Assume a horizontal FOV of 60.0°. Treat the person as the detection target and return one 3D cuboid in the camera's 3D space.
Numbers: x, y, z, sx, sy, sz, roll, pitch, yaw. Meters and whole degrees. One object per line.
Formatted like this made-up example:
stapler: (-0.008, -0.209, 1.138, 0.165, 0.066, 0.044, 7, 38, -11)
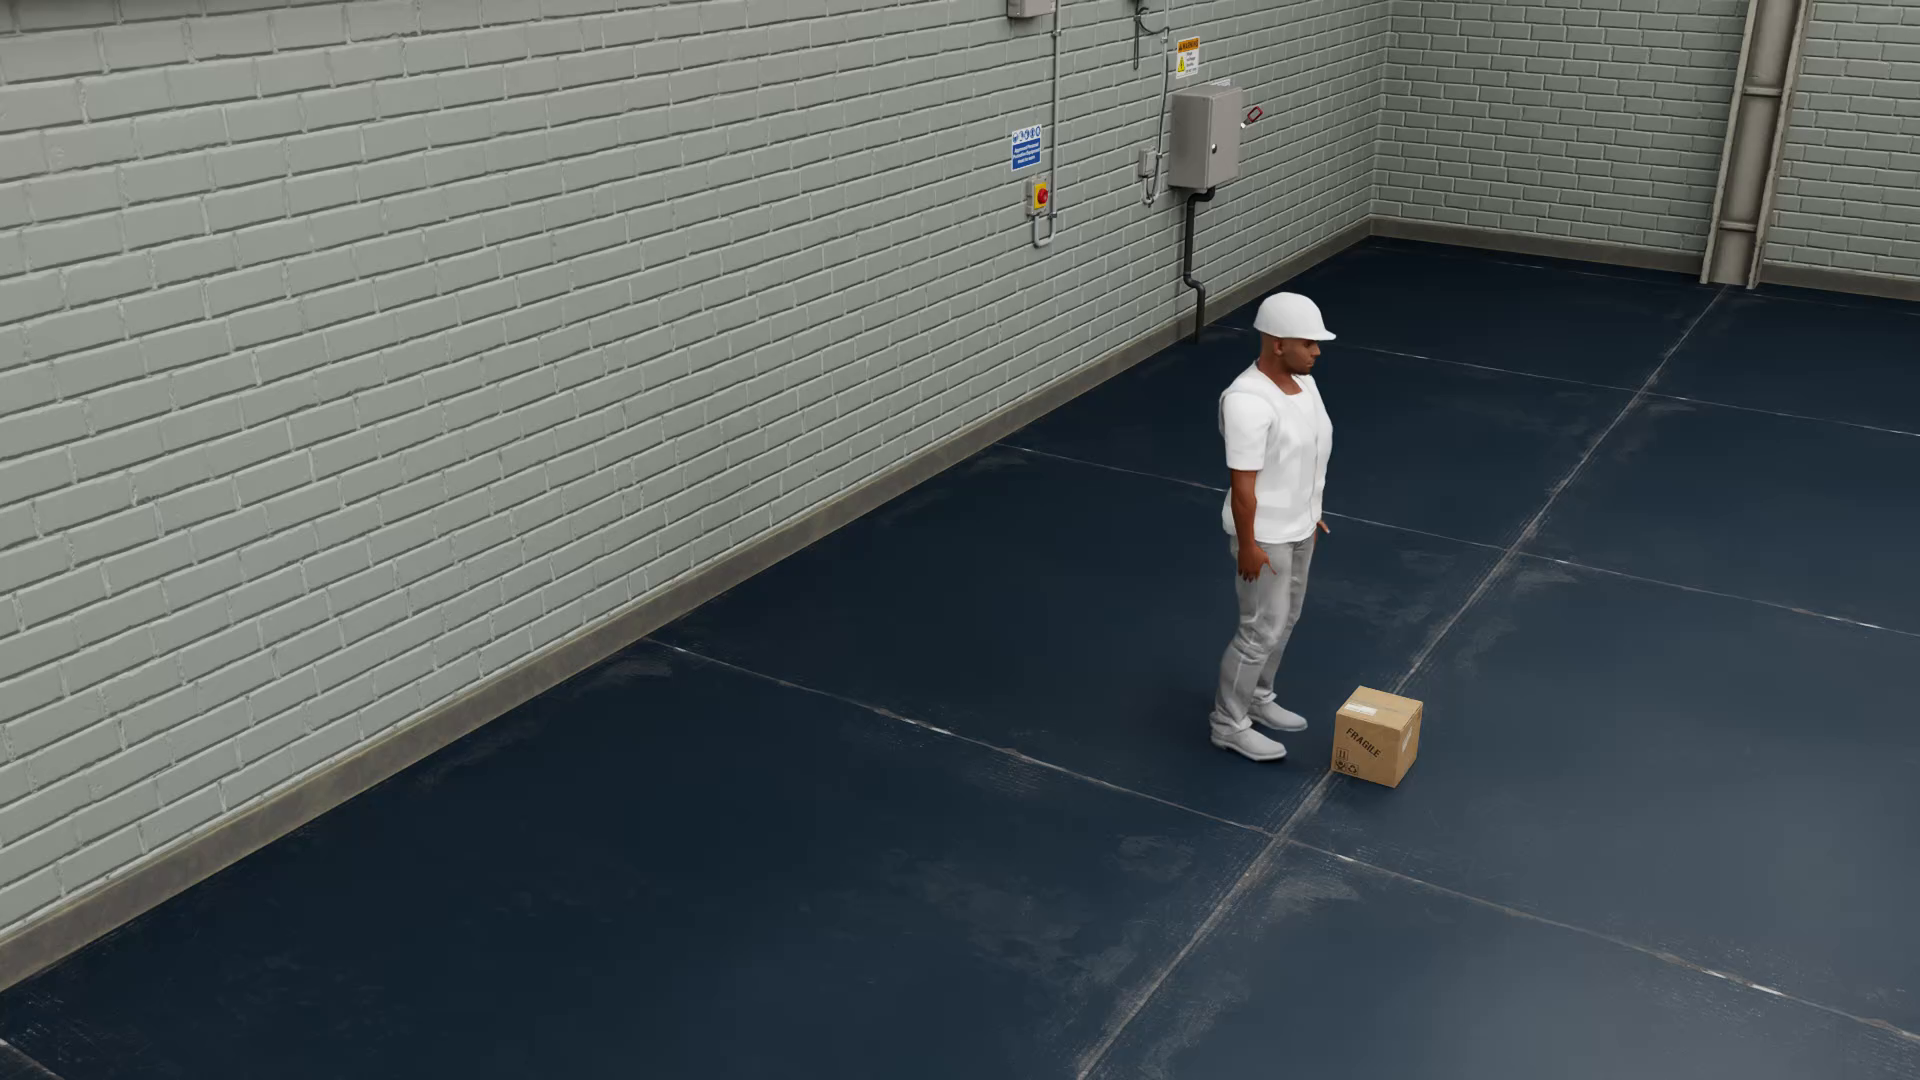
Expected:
person: (1.170, -0.051, 6.203, 0.364, 1.773, 0.565, 14, 27, 30)
